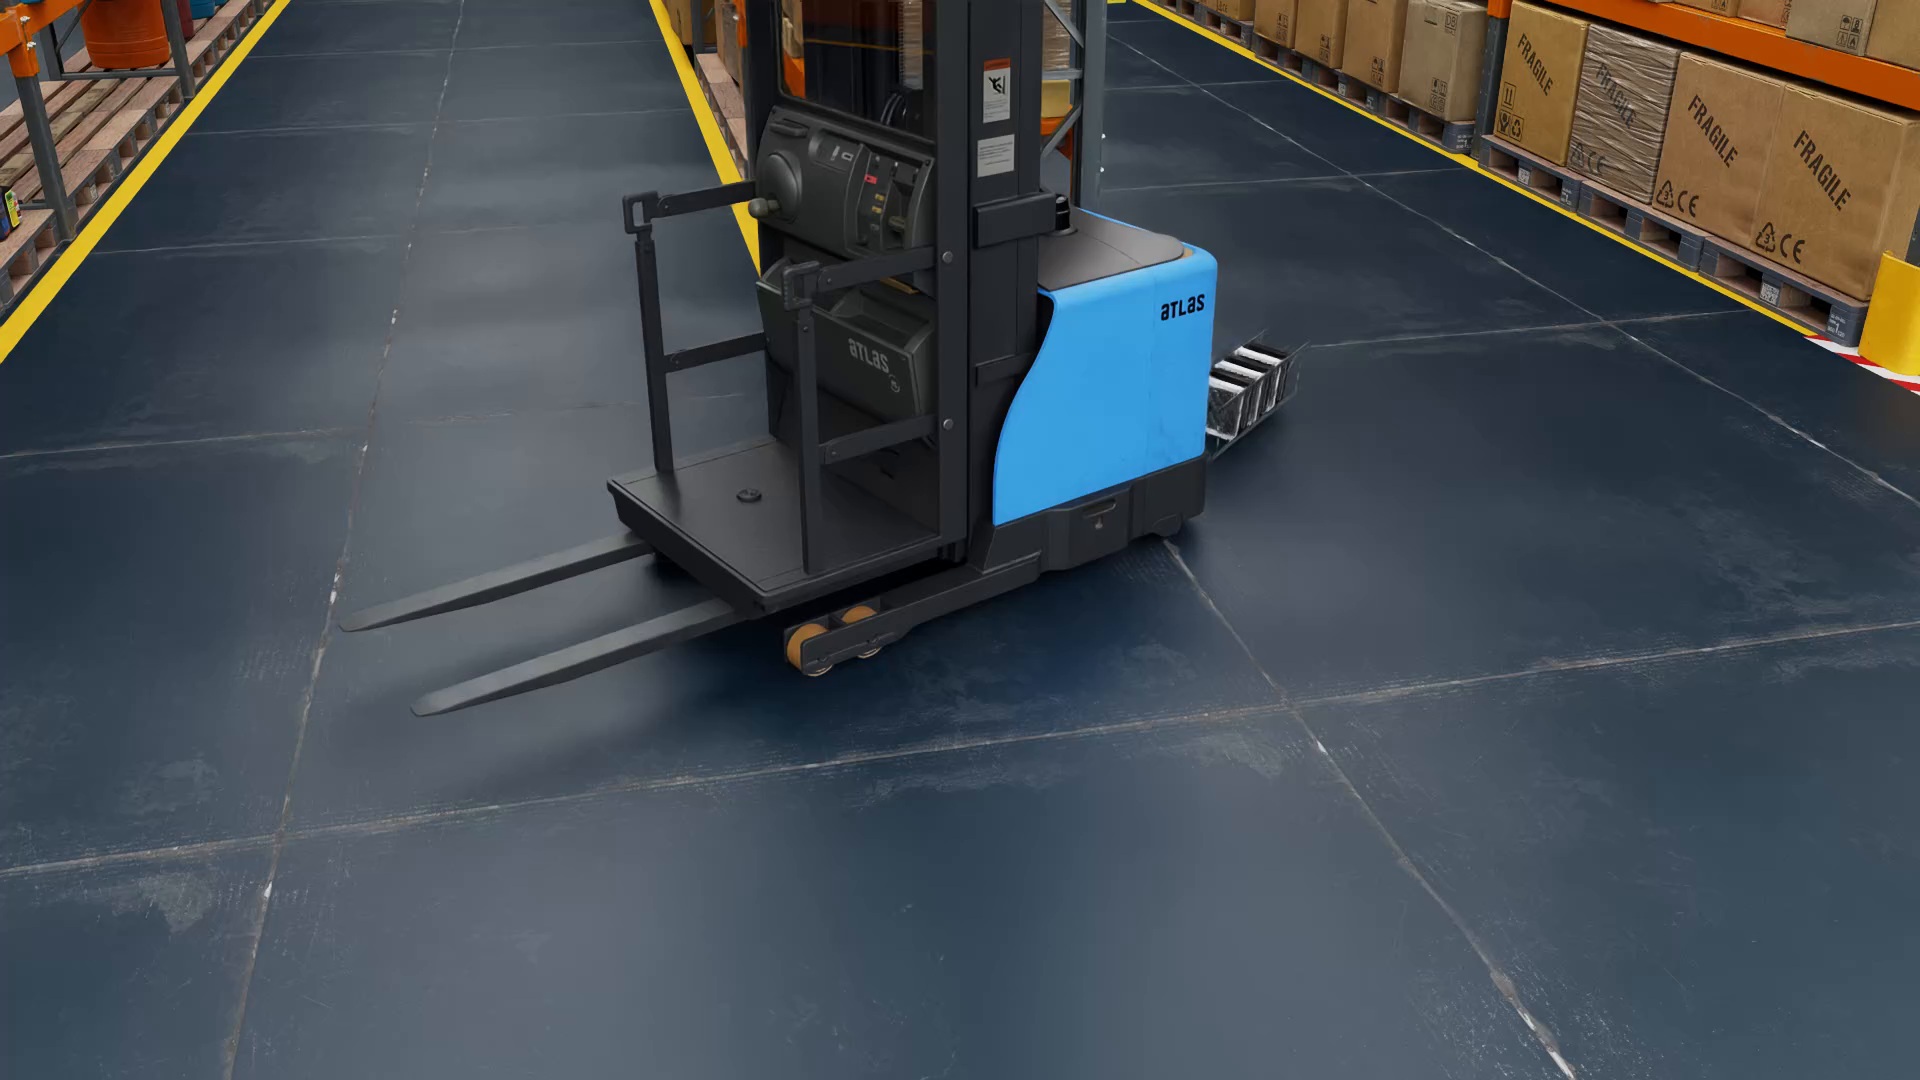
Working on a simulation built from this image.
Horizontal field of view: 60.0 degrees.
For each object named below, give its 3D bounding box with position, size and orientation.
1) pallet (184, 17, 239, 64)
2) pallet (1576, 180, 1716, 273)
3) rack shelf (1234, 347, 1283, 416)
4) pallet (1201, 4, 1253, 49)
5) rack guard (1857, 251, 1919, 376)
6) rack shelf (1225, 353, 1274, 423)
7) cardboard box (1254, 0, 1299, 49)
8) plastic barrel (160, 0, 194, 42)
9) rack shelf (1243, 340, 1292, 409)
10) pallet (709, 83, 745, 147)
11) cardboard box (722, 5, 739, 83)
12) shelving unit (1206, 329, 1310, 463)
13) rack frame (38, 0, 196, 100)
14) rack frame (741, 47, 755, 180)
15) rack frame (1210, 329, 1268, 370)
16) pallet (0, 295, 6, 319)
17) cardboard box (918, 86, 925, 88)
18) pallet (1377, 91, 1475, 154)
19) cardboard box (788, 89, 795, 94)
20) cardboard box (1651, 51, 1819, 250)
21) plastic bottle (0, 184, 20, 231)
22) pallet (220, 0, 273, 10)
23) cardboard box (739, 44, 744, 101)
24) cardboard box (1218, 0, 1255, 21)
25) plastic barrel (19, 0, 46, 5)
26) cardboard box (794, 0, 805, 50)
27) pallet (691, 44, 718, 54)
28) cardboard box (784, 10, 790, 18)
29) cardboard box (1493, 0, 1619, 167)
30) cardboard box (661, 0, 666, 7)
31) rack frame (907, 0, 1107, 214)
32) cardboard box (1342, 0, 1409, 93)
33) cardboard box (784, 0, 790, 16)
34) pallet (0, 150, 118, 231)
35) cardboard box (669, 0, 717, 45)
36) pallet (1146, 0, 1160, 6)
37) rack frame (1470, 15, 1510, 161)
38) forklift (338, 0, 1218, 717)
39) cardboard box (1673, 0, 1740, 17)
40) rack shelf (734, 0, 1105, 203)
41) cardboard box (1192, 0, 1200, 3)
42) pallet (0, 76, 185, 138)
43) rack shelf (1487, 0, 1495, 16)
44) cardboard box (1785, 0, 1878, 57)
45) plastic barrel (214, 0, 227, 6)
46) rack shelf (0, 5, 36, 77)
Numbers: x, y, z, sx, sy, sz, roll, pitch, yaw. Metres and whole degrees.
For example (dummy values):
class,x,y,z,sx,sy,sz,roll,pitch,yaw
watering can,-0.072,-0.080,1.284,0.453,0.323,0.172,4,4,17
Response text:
class,x,y,z,sx,sy,sz,roll,pitch,yaw
pallet,-7.052,-4.427,14.788,1.003,0.211,1.213,-6,27,-12
pallet,4.393,-1.879,9.738,1.003,0.211,1.213,-6,27,-12
rack shelf,1.282,-0.690,7.244,0.200,0.258,0.077,22,36,27
pallet,2.943,-4.857,15.638,1.003,0.211,1.213,-6,27,-12
rack guard,4.926,-1.120,7.914,1.175,0.500,0.348,-6,27,-12
rack shelf,1.231,-0.654,7.179,0.200,0.258,0.077,22,36,27
cardboard box,3.168,-4.665,14.194,1.050,0.750,0.750,-6,27,-12
plastic barrel,-6.944,-4.616,14.276,0.600,0.588,0.708,-6,27,-12
rack shelf,1.333,-0.725,7.309,0.200,0.258,0.077,22,36,27
pallet,-1.291,-3.176,12.309,1.003,0.211,1.213,-6,27,-12
cardboard box,-1.429,-3.845,12.825,0.700,0.500,0.500,-8,28,-16
shelving unit,1.199,-0.631,7.138,0.210,0.258,0.900,22,36,27
rack frame,-6.563,-4.796,12.423,1.000,3.000,0.127,-6,27,-12
rack frame,-0.836,-3.543,9.940,1.000,3.000,0.127,-6,27,-12
rack frame,1.116,-0.666,7.184,0.006,0.240,0.900,22,36,27
pallet,-5.272,-0.959,7.916,1.003,0.211,1.213,-6,27,-12
cardboard box,-0.200,-1.779,6.724,0.380,0.149,0.250,-6,27,-12
pallet,3.772,-3.088,12.135,1.003,0.211,1.213,-6,27,-12
cardboard box,-0.785,-2.435,10.053,0.500,0.500,0.500,-7,28,-13
cardboard box,4.503,-2.162,9.097,0.875,0.875,0.875,-6,27,-12
plastic bottle,-5.231,-1.846,9.105,0.061,0.283,0.133,-5,27,-9
pallet,-7.668,-5.626,17.162,1.003,0.211,1.213,-6,27,-12
cardboard box,-1.169,-3.352,11.848,0.700,0.500,0.500,-8,28,-16
cardboard box,2.715,-5.092,15.318,0.500,0.500,0.500,-6,27,-12
plastic barrel,-5.453,-3.464,9.228,0.600,0.901,0.708,-6,27,-12
cardboard box,-0.261,-2.416,7.266,0.875,0.500,0.500,-6,27,-12
pallet,-1.841,-4.408,14.749,1.003,0.211,1.213,-6,27,-12
cardboard box,-0.729,-2.649,8.447,0.380,0.149,0.250,-6,27,-12
cardboard box,4.093,-2.958,10.673,0.875,0.875,0.875,-6,27,-11
cardboard box,-2.273,-5.623,15.953,1.225,0.875,0.875,-7,28,-13
rack frame,0.066,-1.787,6.461,1.000,3.000,0.127,-6,27,-12
cardboard box,3.578,-3.873,12.624,1.050,0.750,0.750,-6,27,-12
cardboard box,-0.433,-2.860,8.147,0.875,0.500,0.500,-6,27,-12
pallet,-5.876,-2.136,10.247,1.003,0.211,1.213,-6,27,-12
cardboard box,-1.872,-4.843,14.408,1.225,0.875,0.875,-7,28,-14
pallet,2.393,-5.928,17.760,1.003,0.211,1.213,-6,27,-12
rack frame,4.019,-4.002,10.850,1.000,3.000,0.127,-6,27,-12
forklift,-0.550,-1.138,5.252,3.031,2.935,1.130,-19,32,-33
cardboard box,4.484,-3.198,9.090,0.875,0.550,0.500,-6,27,-12
rack shelf,-0.385,-2.344,8.363,1.077,0.370,4.000,-6,27,-12
cardboard box,2.467,-5.551,16.227,0.500,0.500,0.500,-7,28,-14
pallet,-6.426,-3.207,12.370,1.003,0.211,1.213,-6,27,-12
rack shelf,3.569,-4.559,12.752,1.077,0.370,4.000,-6,27,-12
cardboard box,4.648,-2.711,8.125,0.875,0.550,0.550,-6,27,-12
plastic barrel,-7.358,-5.562,15.804,0.600,0.901,0.708,-6,27,-12
rack shelf,-5.211,-1.841,7.366,1.077,0.370,4.000,-6,27,-12
